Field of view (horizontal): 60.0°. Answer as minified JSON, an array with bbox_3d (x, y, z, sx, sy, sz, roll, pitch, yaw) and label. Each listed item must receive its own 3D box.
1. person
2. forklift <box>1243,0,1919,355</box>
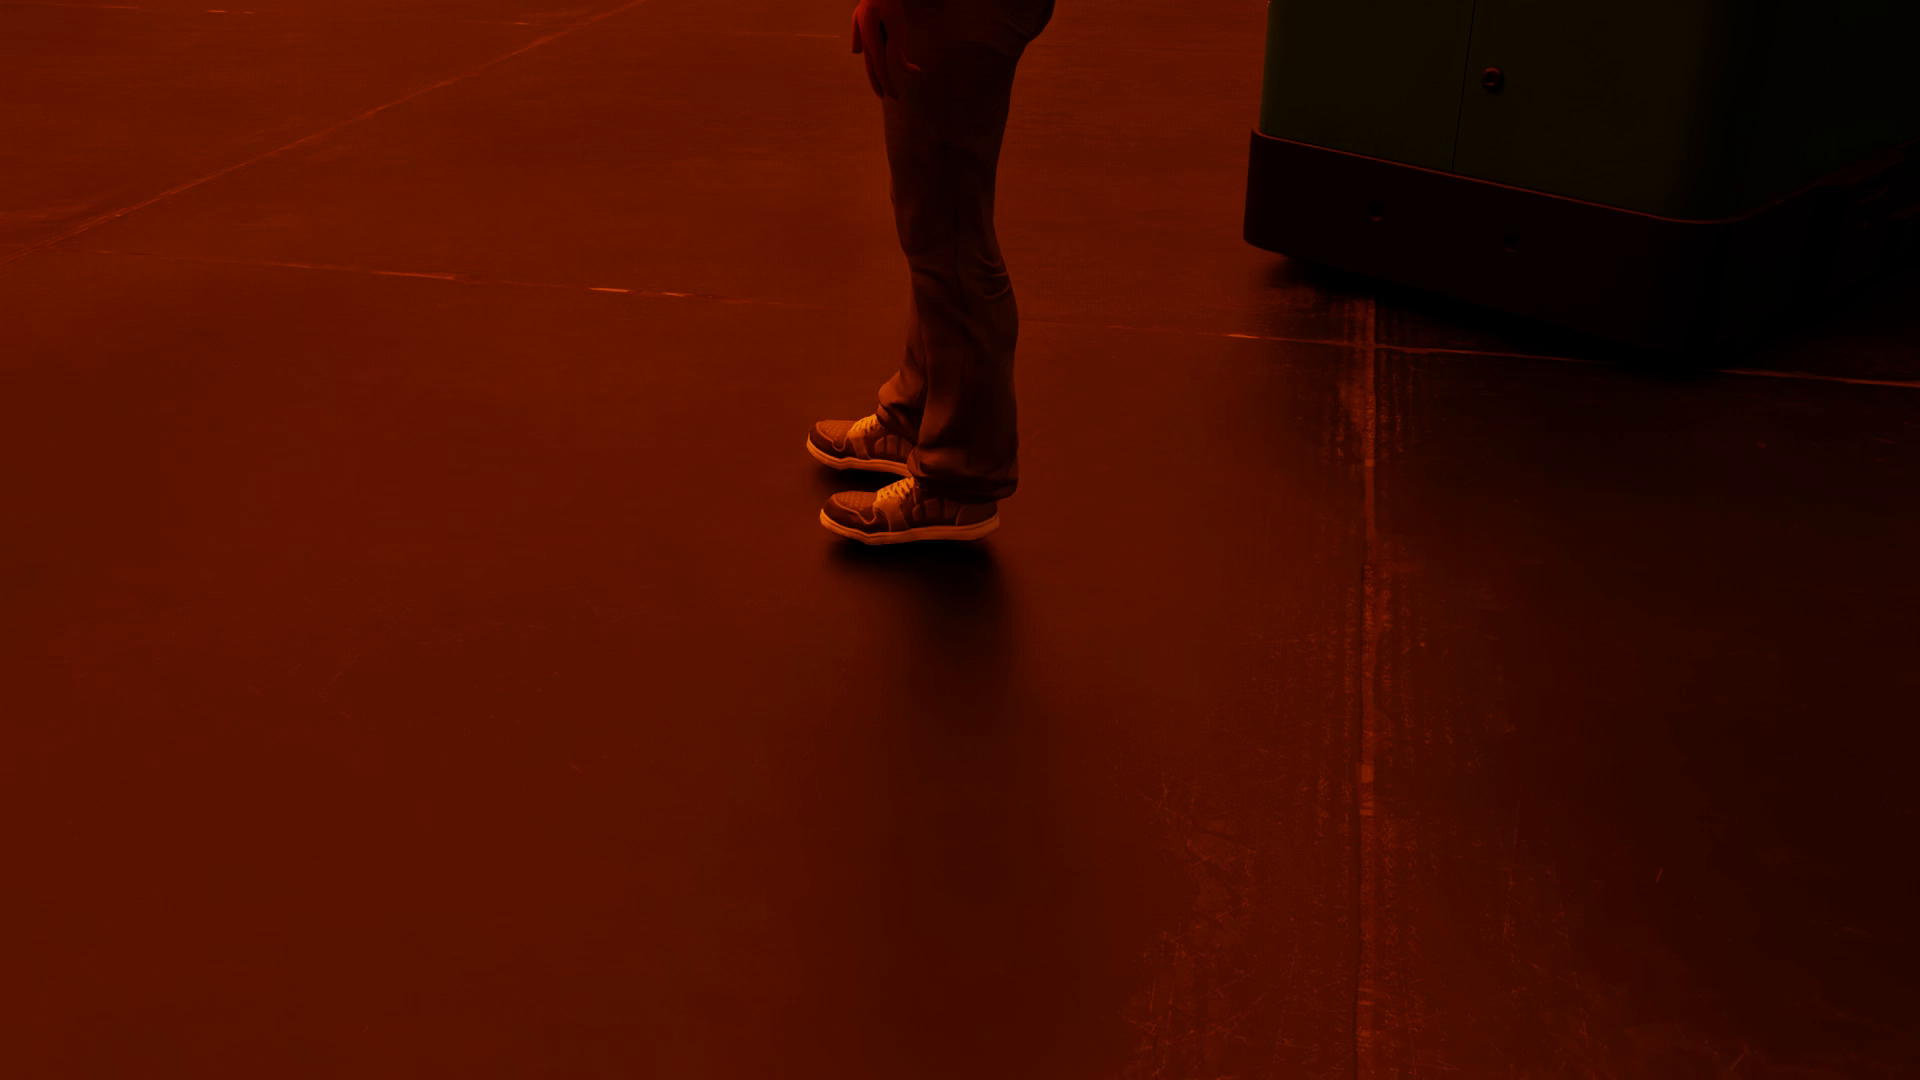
[{"bbox_3d":[-0.070,-0.734,2.164,0.473,1.599,0.520,6,27,11],"label":"person"},{"bbox_3d":[2.031,-2.209,3.625,3.031,2.935,1.130,-24,35,-38],"label":"forklift"}]
